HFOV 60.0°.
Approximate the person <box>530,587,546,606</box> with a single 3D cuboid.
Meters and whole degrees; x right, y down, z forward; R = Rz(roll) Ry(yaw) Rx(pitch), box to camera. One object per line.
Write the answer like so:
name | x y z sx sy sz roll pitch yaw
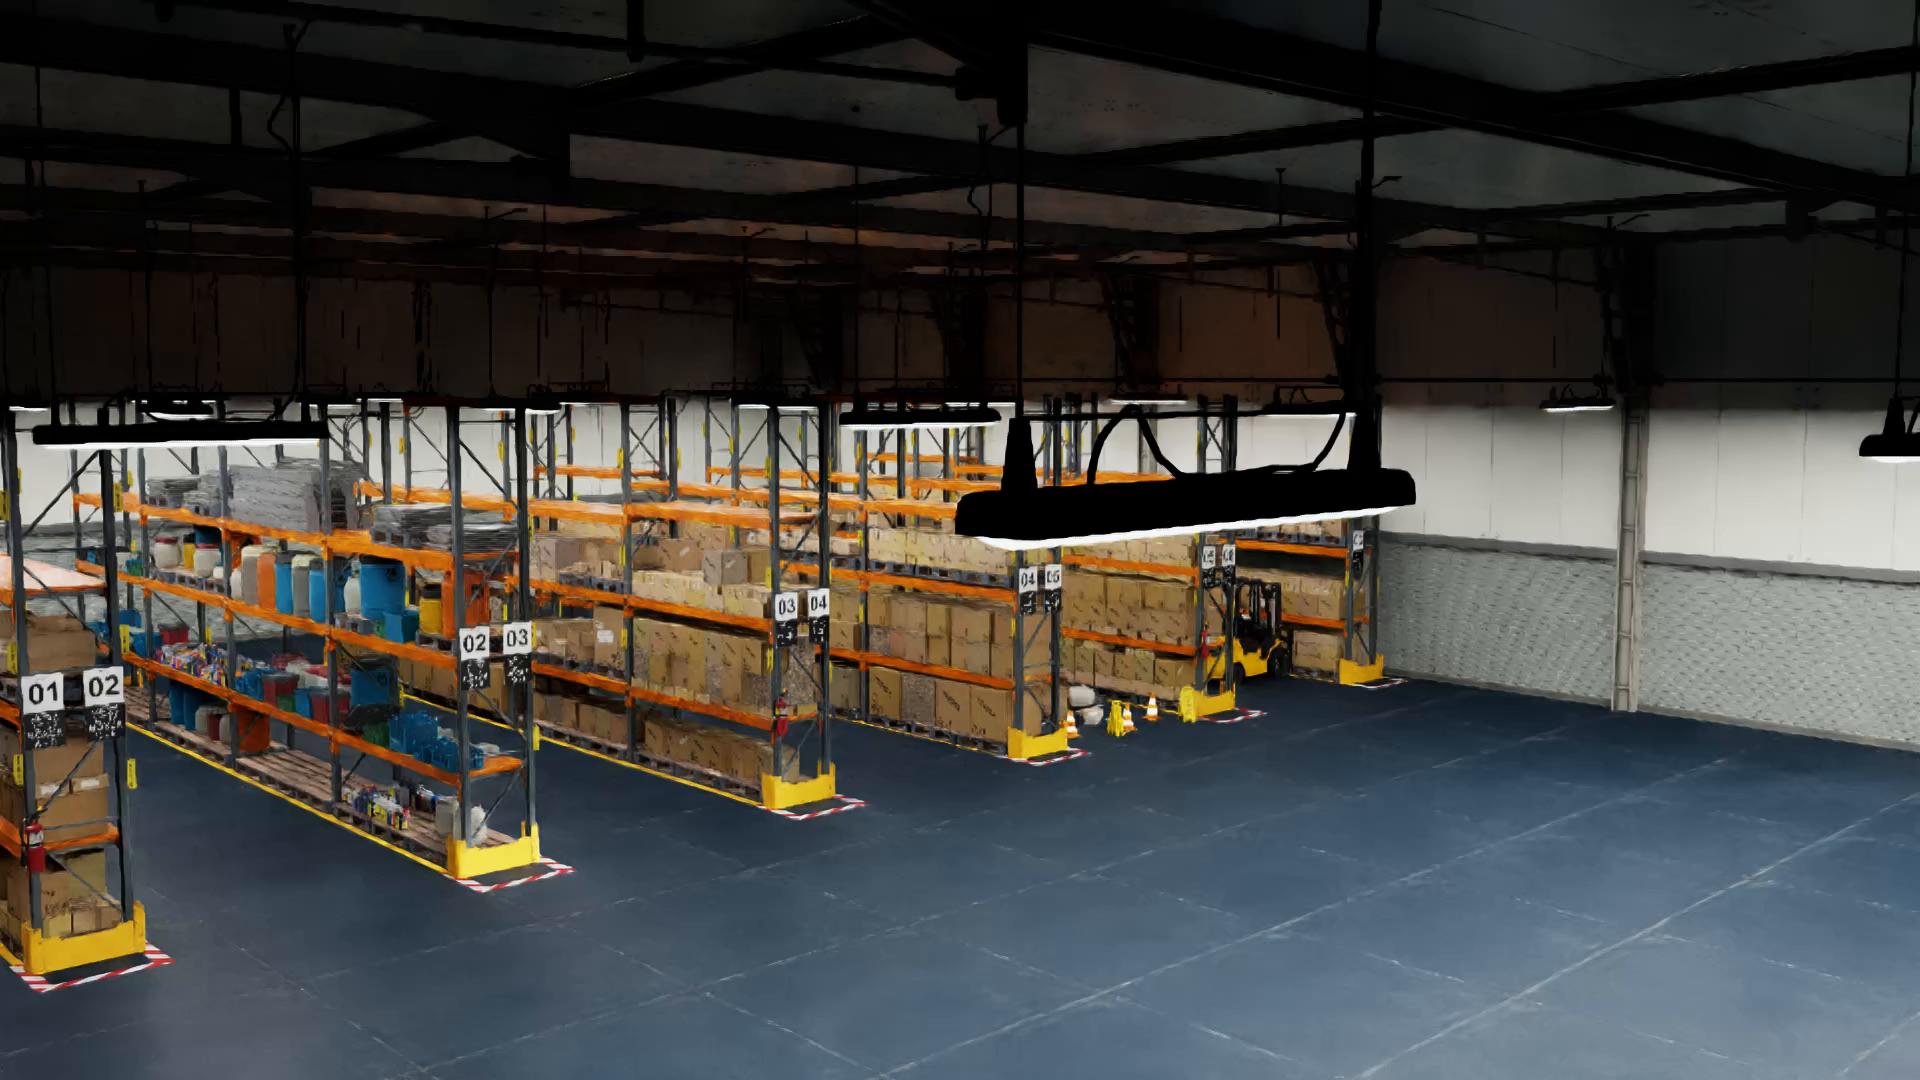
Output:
person | -10.505 1.510 41.027 0.646 1.788 0.530 1 6 10
